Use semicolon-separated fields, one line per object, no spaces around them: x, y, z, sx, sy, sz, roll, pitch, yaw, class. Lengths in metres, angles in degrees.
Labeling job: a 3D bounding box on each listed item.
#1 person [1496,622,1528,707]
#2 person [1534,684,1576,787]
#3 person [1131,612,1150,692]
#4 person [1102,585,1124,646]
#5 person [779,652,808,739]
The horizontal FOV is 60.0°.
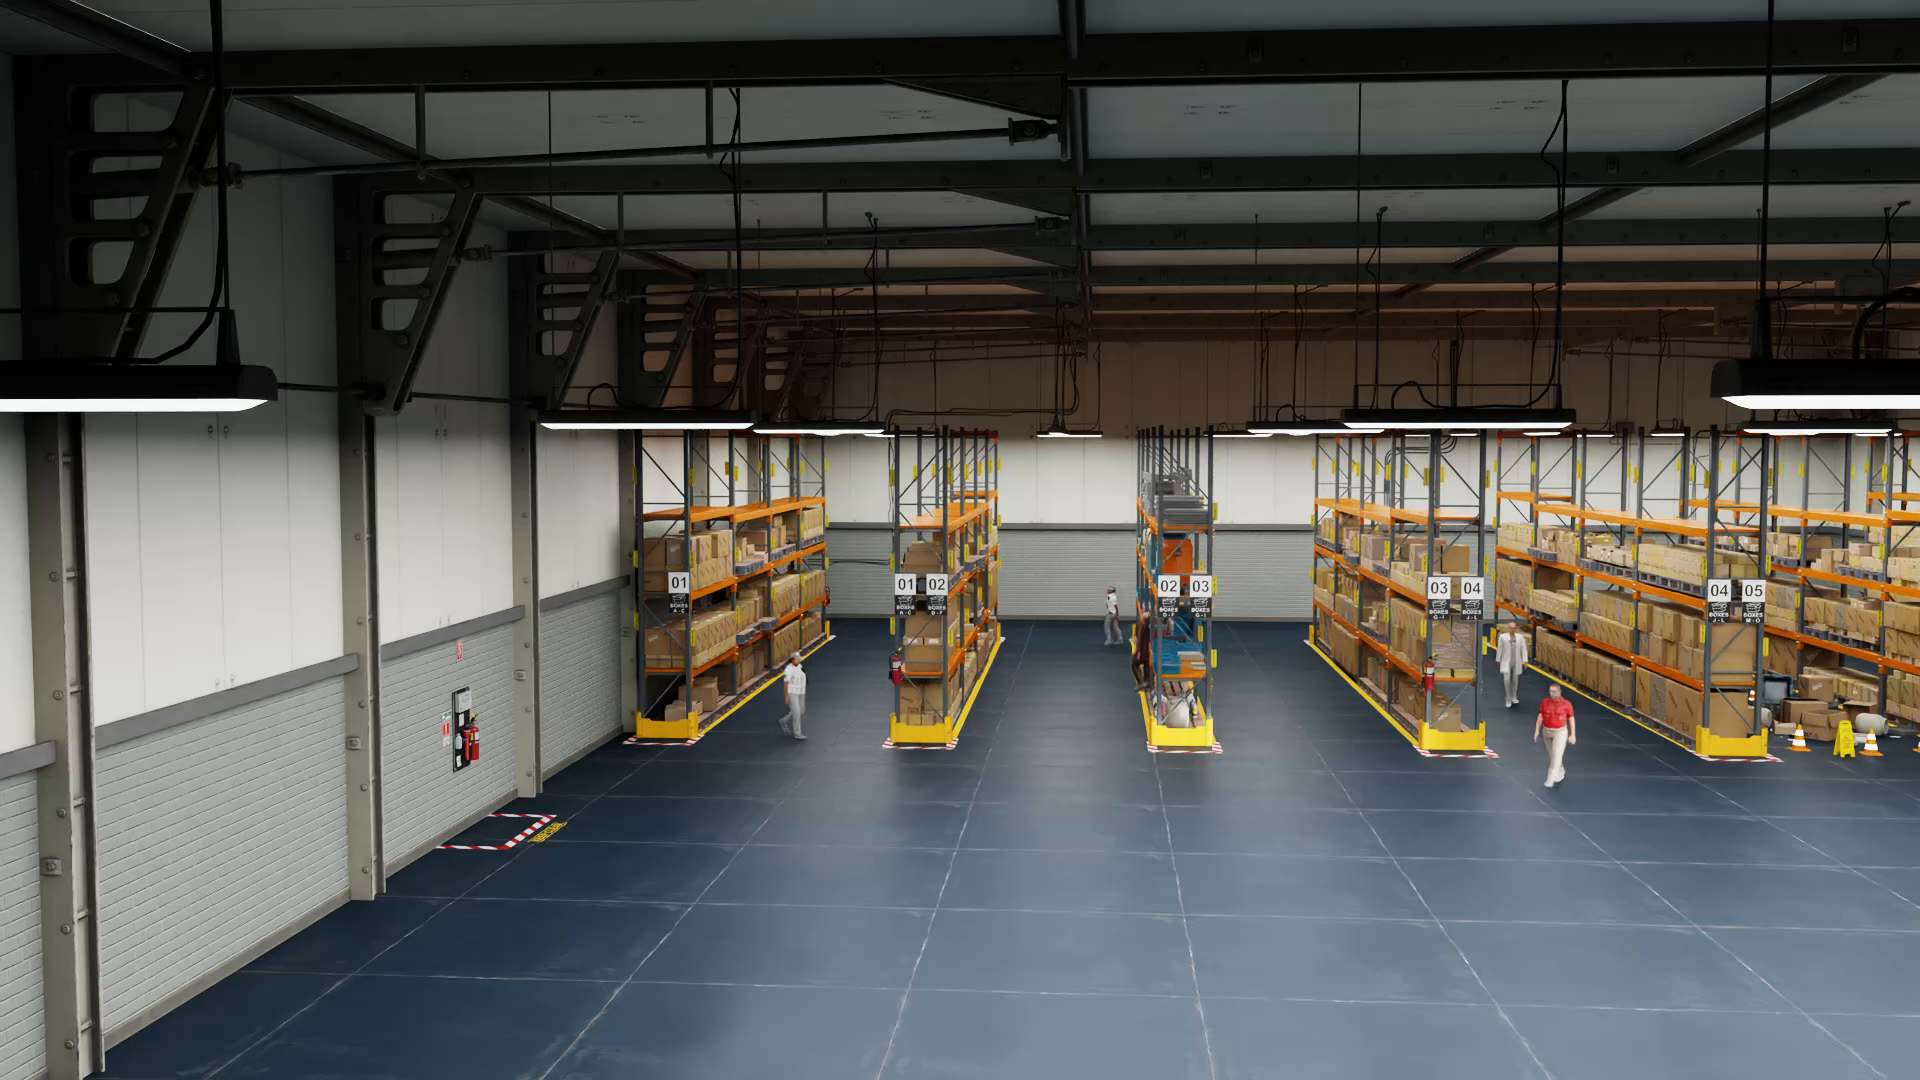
11.935;2.699;35.962;0.645;1.848;0.618;0;3;8;person
9.797;3.212;27.505;1.029;1.669;0.566;-3;4;-40;person
4.093;2.560;36.552;0.602;1.554;0.551;-2;4;-27;person
4.295;2.116;46.430;0.588;1.726;0.456;1;4;17;person
-3.199;2.964;32.050;0.803;1.634;0.529;2;4;35;person
